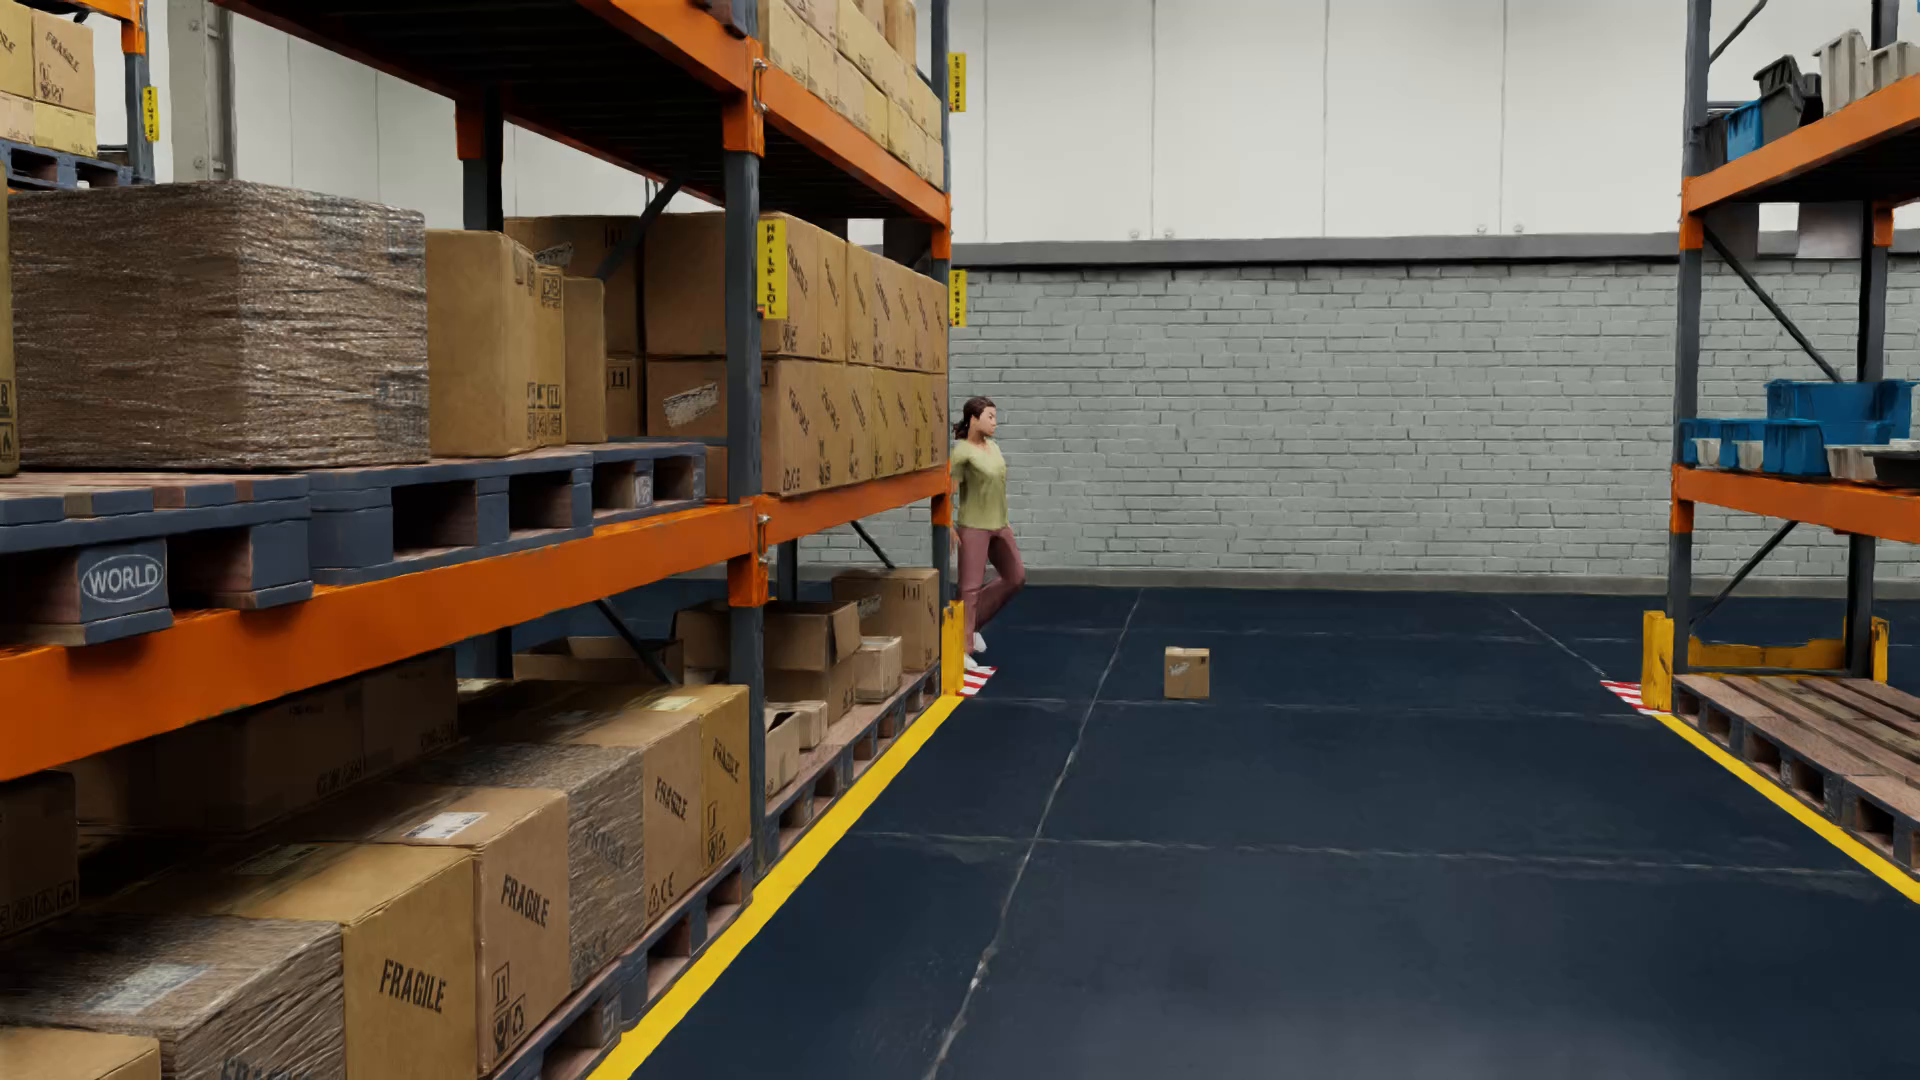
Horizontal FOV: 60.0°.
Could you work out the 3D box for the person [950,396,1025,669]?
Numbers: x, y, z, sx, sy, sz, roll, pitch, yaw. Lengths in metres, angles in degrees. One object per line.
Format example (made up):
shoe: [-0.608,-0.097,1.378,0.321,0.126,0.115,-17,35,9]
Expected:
person: [0.074,-0.061,10.393,0.525,1.667,0.615,4,6,40]
